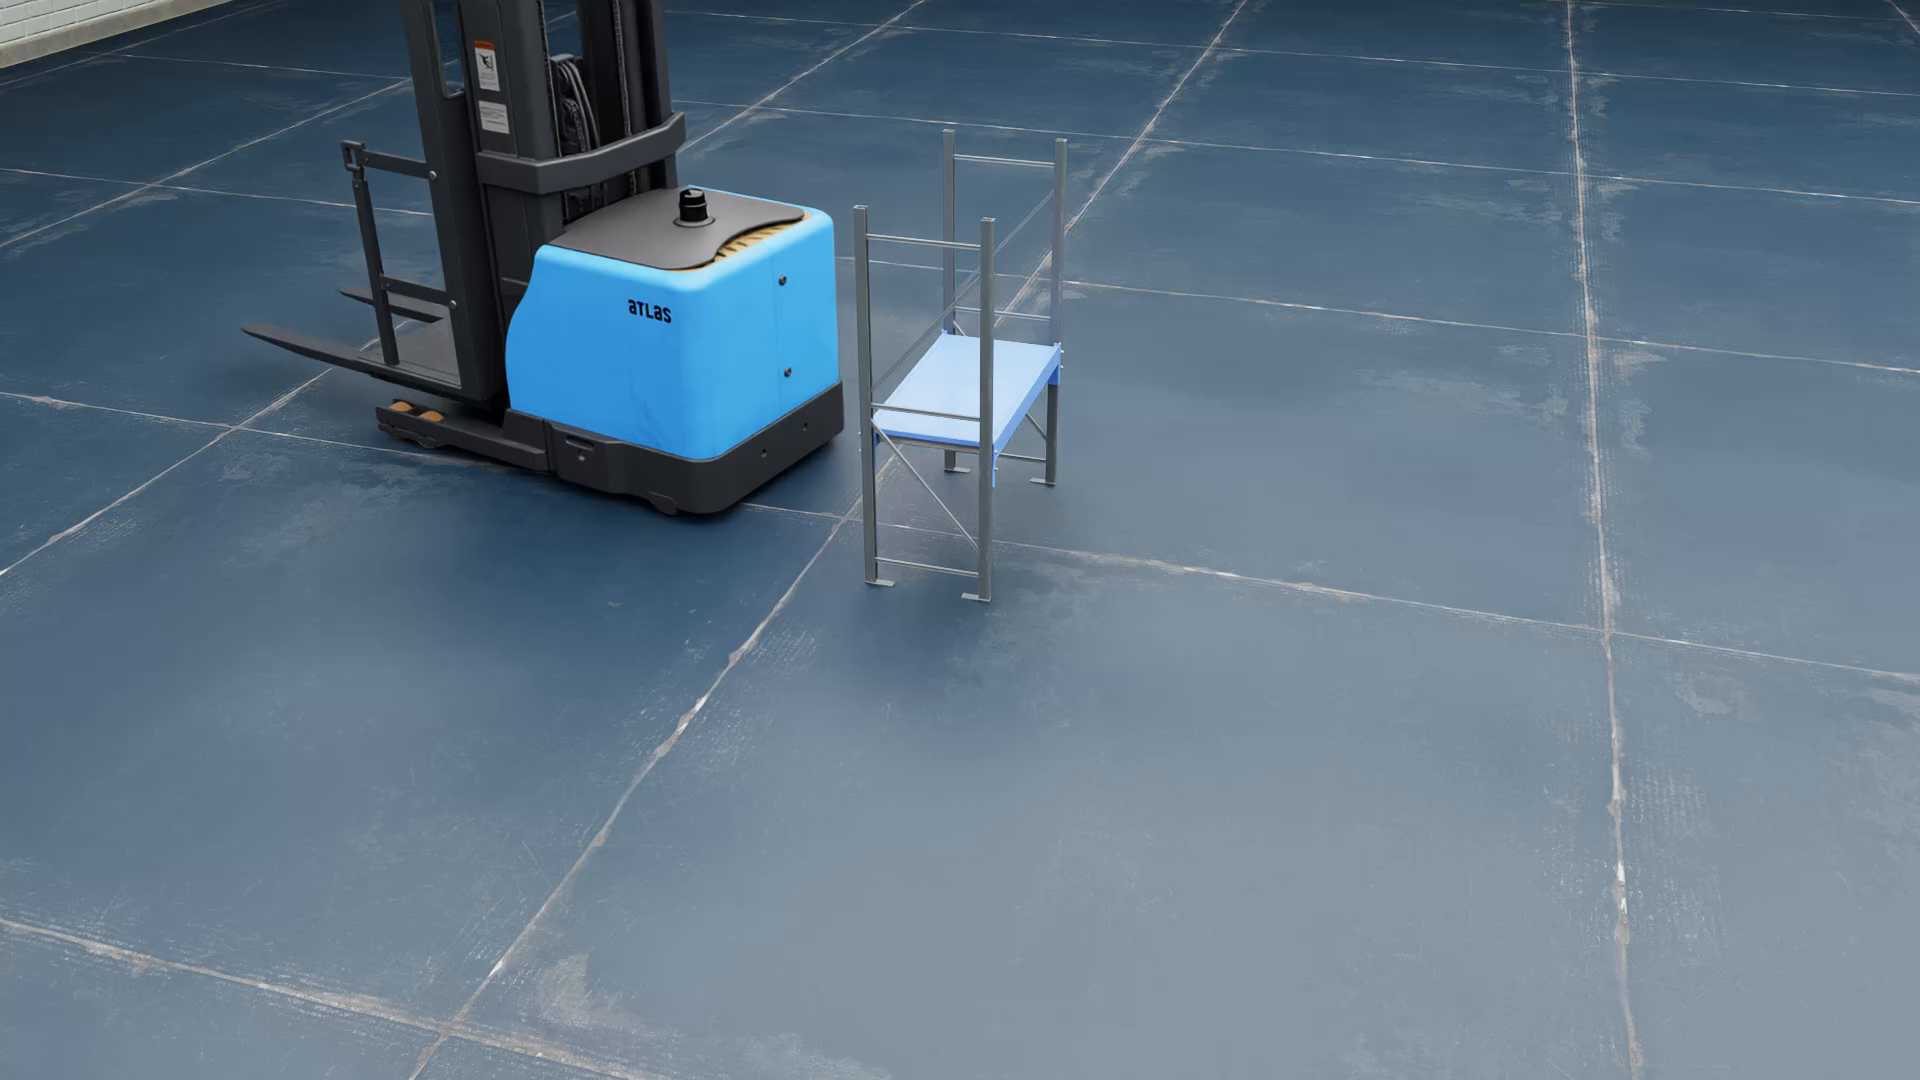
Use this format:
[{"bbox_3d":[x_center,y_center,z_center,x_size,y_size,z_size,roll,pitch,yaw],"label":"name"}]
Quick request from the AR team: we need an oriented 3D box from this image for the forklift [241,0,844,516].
[{"bbox_3d":[-2.056,-1.896,7.143,3.031,2.935,1.130,16,33,26],"label":"forklift"}]

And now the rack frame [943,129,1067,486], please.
[{"bbox_3d":[0.174,-0.931,6.881,0.500,1.500,0.032,8,30,15],"label":"rack frame"}]

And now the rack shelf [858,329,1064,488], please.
[{"bbox_3d":[0.025,-0.538,6.544,0.538,0.185,1.000,8,30,15],"label":"rack shelf"}]

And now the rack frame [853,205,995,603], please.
[{"bbox_3d":[-0.124,-0.459,6.032,0.500,1.500,0.032,8,30,15],"label":"rack frame"}]

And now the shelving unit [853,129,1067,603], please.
[{"bbox_3d":[0.025,-0.695,6.457,0.538,1.500,1.048,8,30,15],"label":"shelving unit"}]
